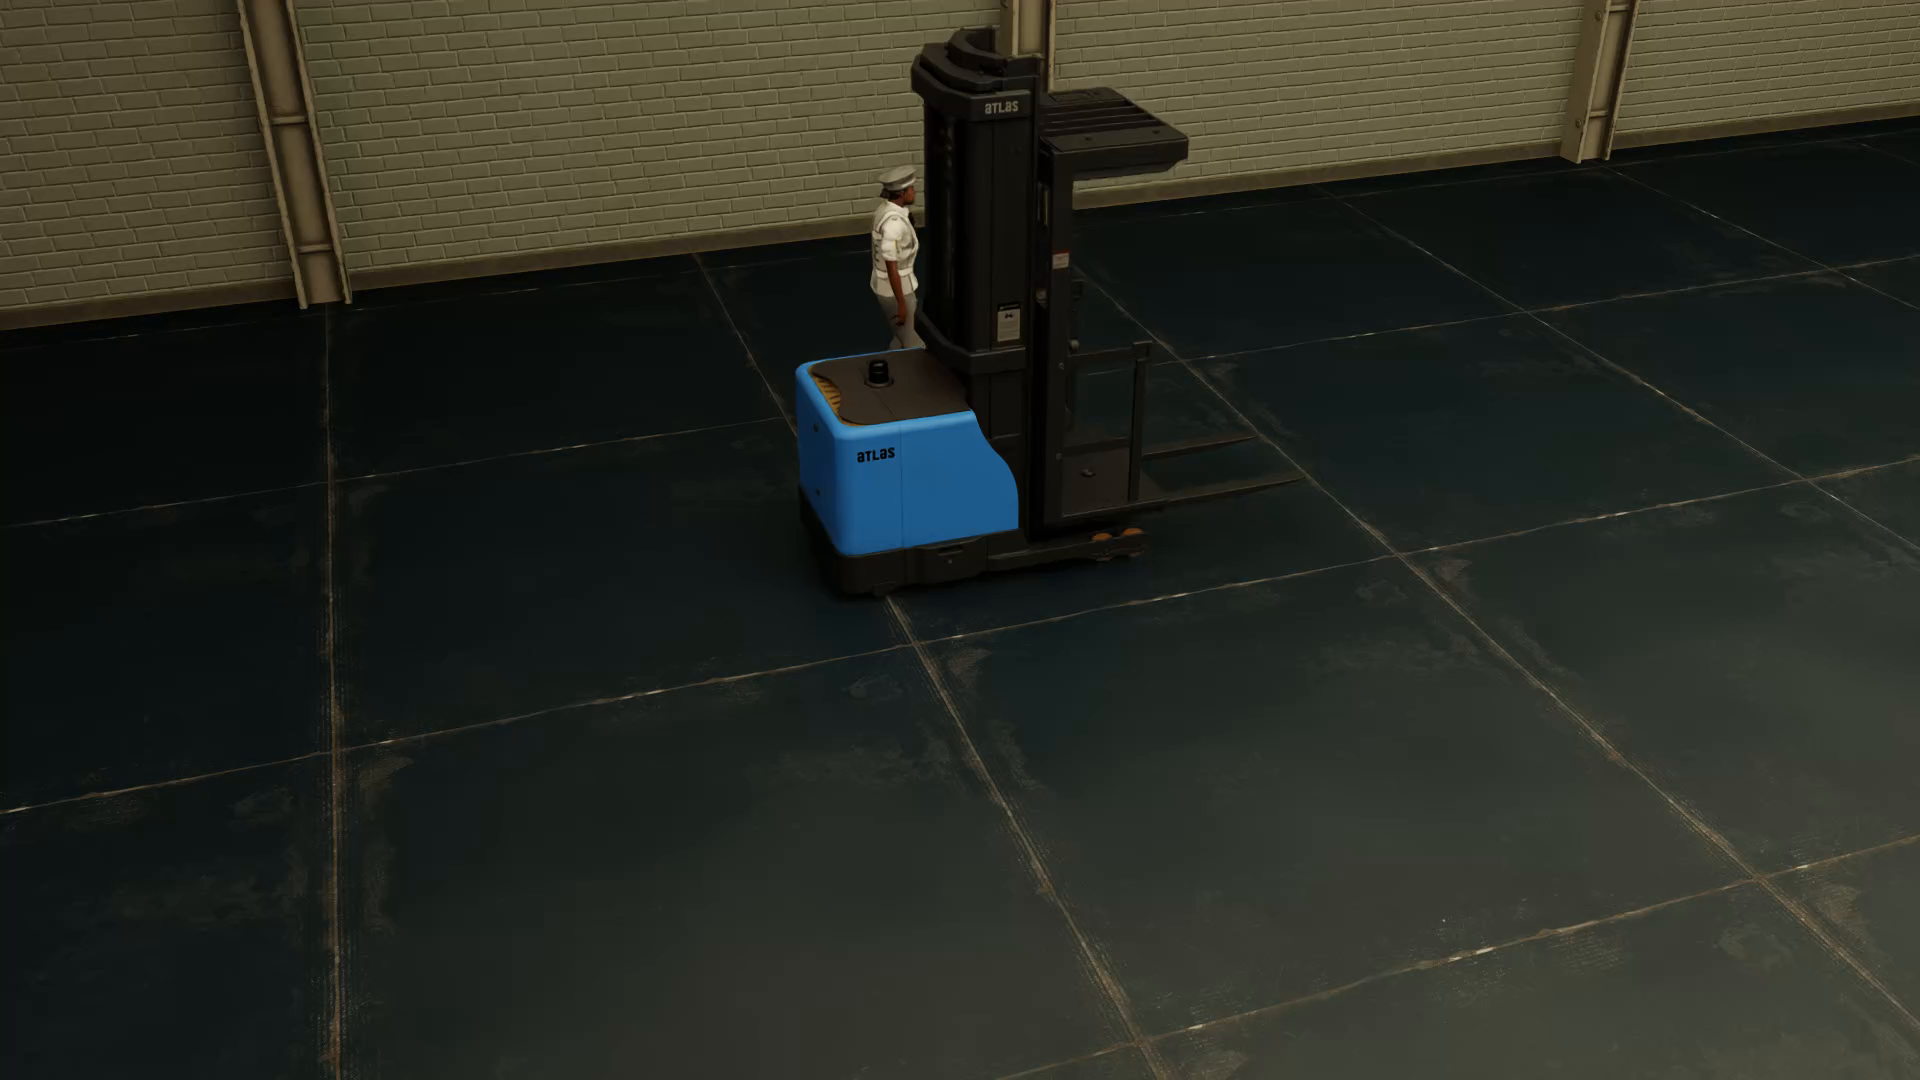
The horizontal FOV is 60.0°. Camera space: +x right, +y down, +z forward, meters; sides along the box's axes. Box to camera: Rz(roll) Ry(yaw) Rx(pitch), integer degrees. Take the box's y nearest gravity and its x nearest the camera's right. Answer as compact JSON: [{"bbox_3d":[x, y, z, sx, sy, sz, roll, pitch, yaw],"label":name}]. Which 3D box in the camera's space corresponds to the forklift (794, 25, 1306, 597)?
[{"bbox_3d":[0.598,-1.382,9.489,3.031,2.935,1.130,-10,31,-16],"label":"forklift"}]

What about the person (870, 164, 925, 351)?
[{"bbox_3d":[-0.394,-1.672,11.118,0.400,1.671,0.603,-6,30,-10],"label":"person"}]
